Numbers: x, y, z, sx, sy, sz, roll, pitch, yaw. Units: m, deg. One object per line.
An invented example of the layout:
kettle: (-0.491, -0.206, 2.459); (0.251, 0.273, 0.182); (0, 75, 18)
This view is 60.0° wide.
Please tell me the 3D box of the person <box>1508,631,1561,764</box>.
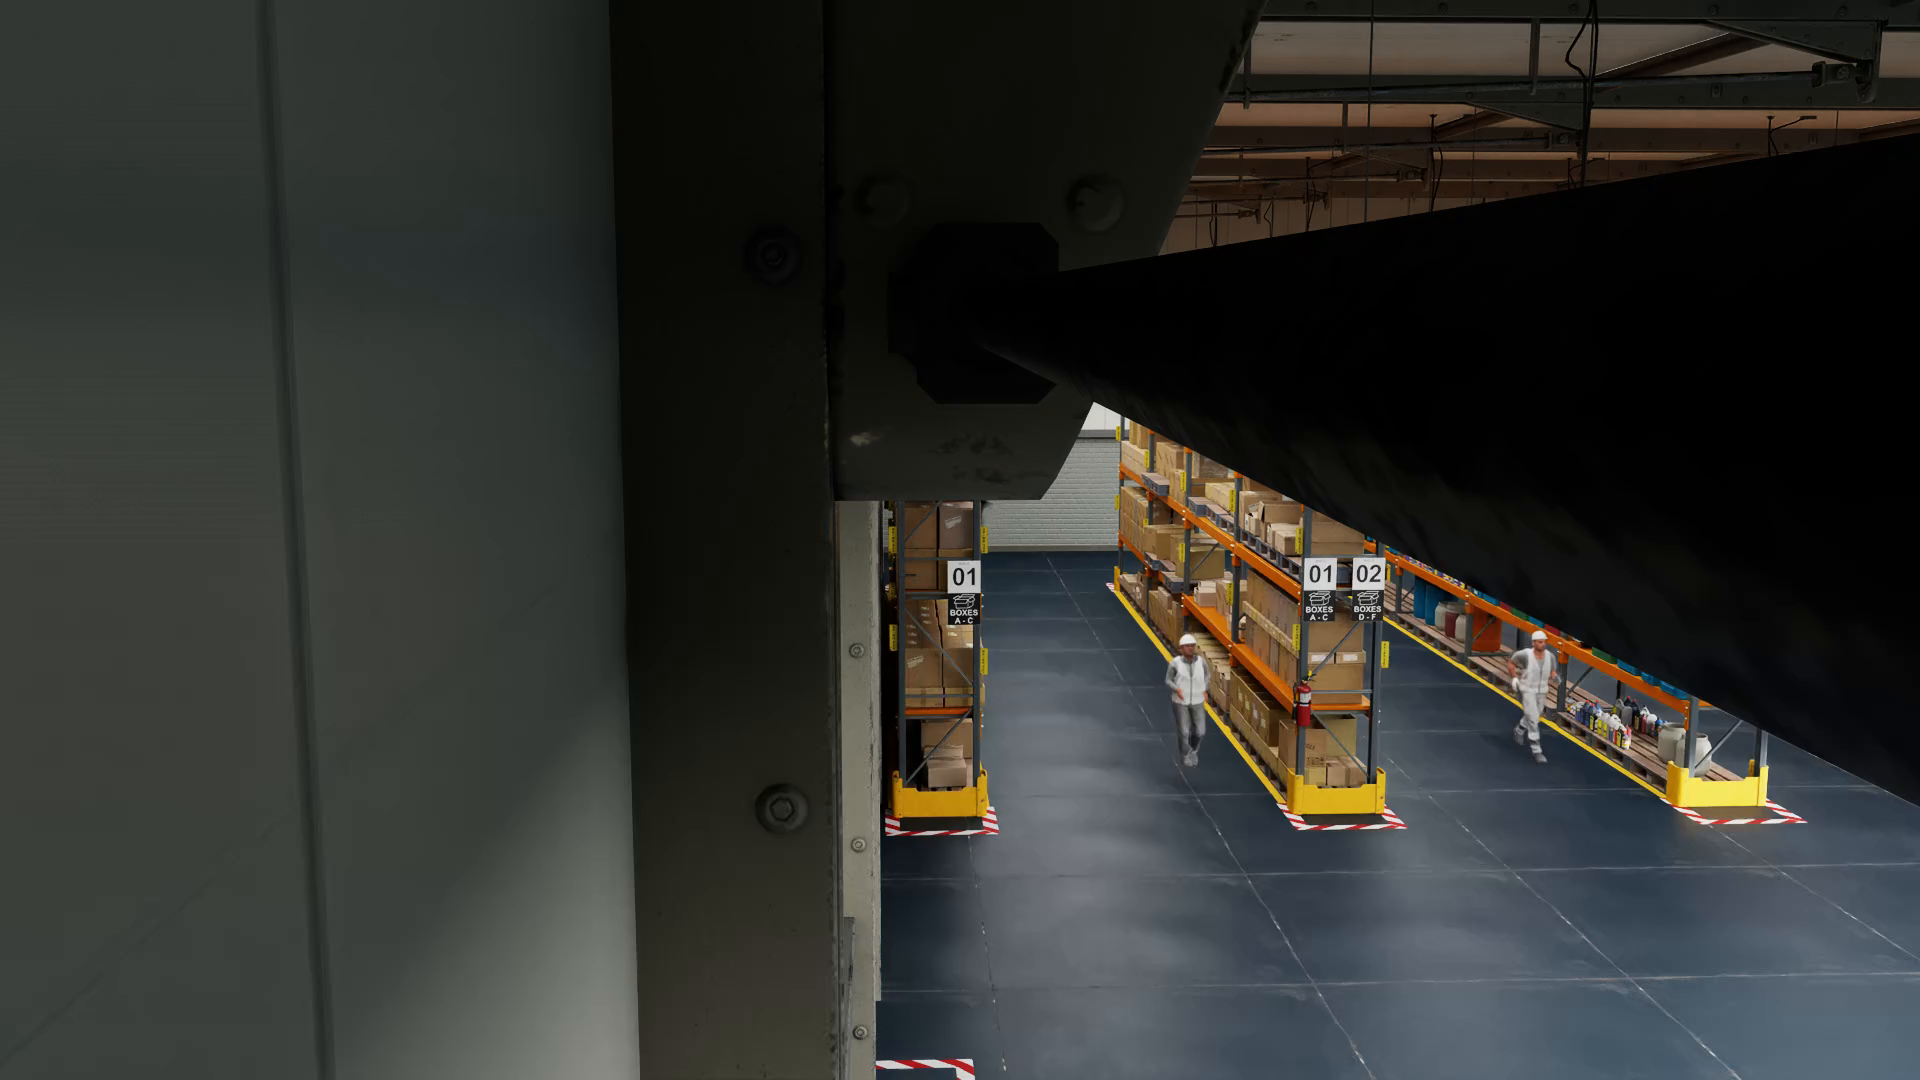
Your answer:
person: (7.972, 2.122, 23.159); (0.607, 1.792, 0.992); (-2, 8, -12)

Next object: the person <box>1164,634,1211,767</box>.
person: (2.972, 2.105, 21.499); (0.635, 1.773, 0.567); (-1, 8, -5)
